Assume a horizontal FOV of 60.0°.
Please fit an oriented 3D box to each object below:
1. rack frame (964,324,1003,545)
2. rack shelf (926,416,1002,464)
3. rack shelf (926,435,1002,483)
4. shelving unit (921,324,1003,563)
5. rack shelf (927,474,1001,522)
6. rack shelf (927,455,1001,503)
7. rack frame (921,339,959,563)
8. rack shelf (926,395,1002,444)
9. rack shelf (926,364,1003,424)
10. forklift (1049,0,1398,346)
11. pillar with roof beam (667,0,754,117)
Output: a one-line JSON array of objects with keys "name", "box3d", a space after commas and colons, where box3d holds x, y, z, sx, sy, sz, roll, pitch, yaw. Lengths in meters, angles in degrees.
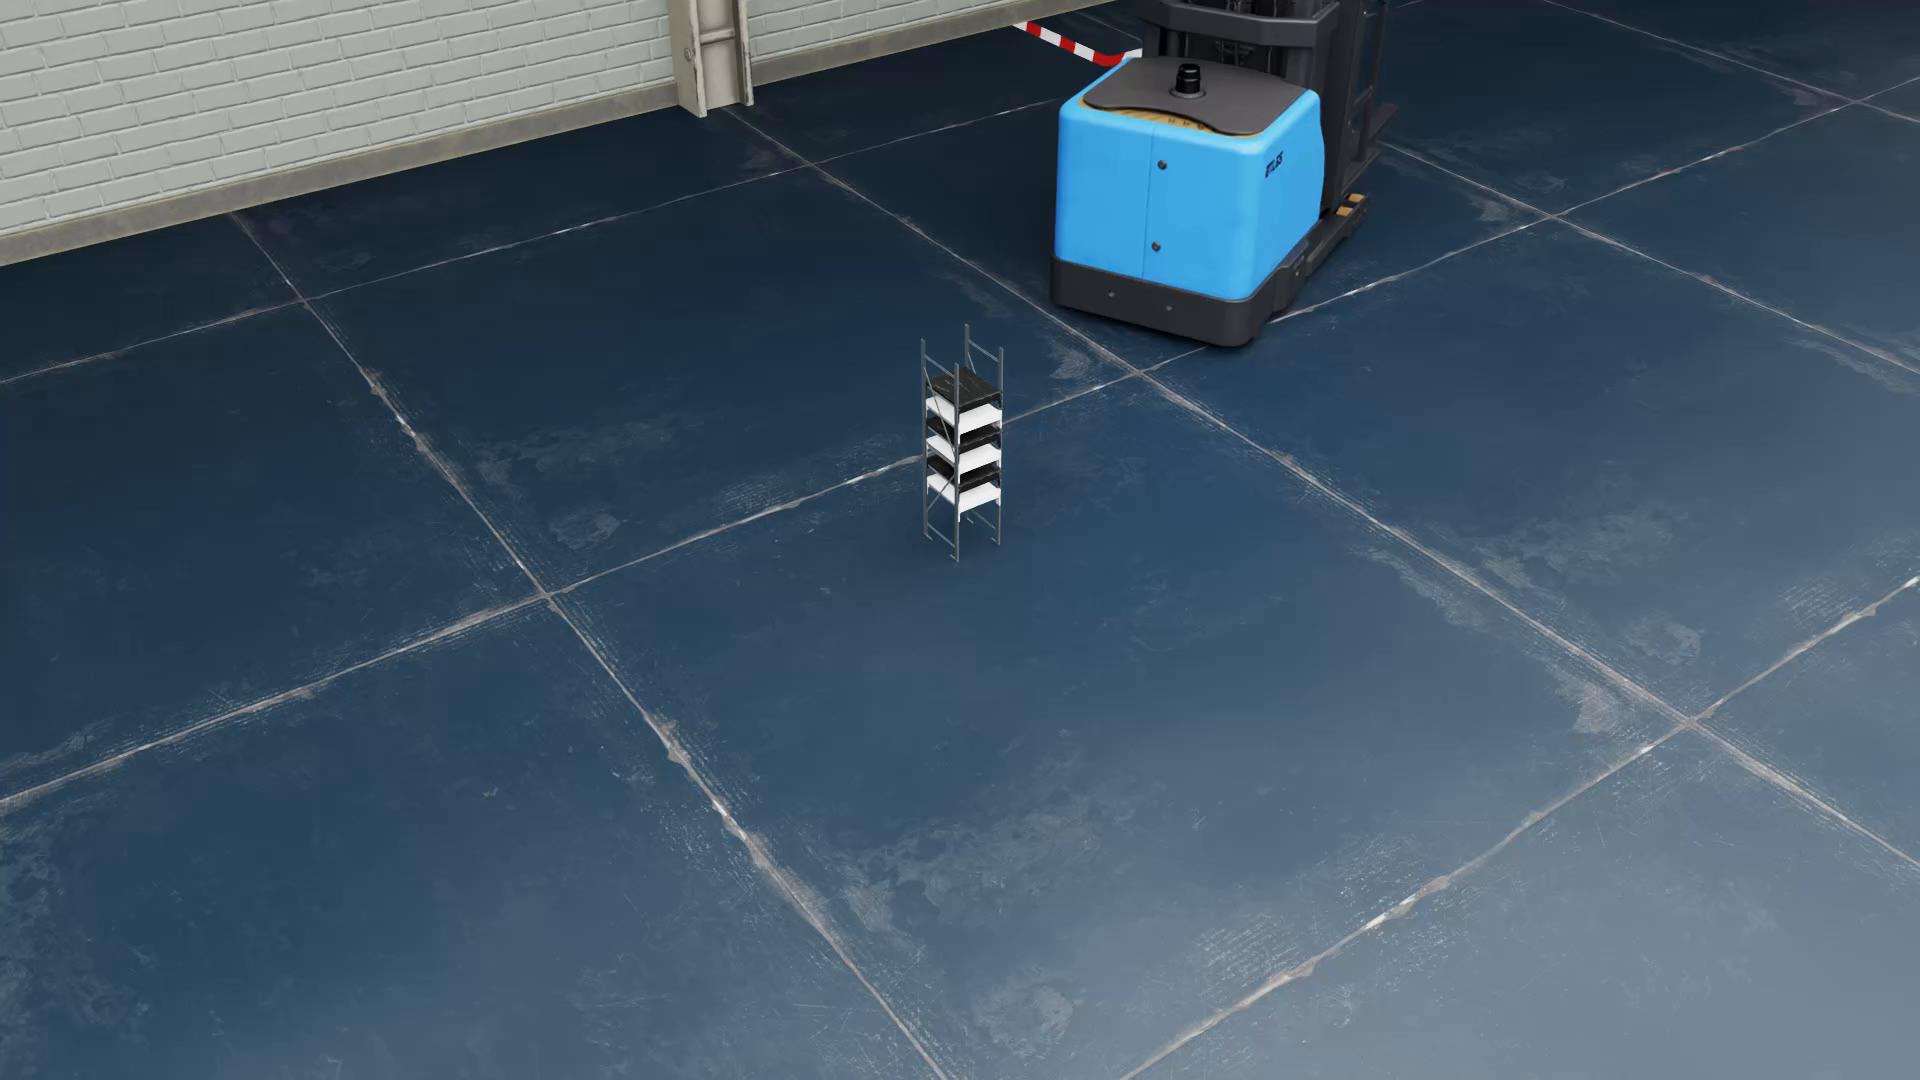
[{"name": "rack frame", "box3d": [0.090, -0.402, 6.539, 0.006, 0.900, 0.240, -22, 41, -28]}, {"name": "rack shelf", "box3d": [0.007, -0.414, 6.458, 0.200, 0.077, 0.258, -22, 41, -28]}, {"name": "rack shelf", "box3d": [0.007, -0.341, 6.510, 0.200, 0.077, 0.258, -22, 41, -28]}, {"name": "shelving unit", "box3d": [0.007, -0.368, 6.491, 0.210, 0.900, 0.258, -22, 41, -28]}, {"name": "rack shelf", "box3d": [0.007, -0.195, 6.616, 0.200, 0.077, 0.258, -22, 41, -28]}, {"name": "rack shelf", "box3d": [0.007, -0.268, 6.563, 0.200, 0.077, 0.258, -22, 41, -28]}, {"name": "rack frame", "box3d": [-0.076, -0.334, 6.443, 0.006, 0.900, 0.240, -22, 41, -28]}, {"name": "rack shelf", "box3d": [0.007, -0.487, 6.405, 0.200, 0.077, 0.258, -22, 41, -28]}, {"name": "rack shelf", "box3d": [0.007, -0.560, 6.353, 0.200, 0.077, 0.258, -22, 41, -28]}, {"name": "forklift", "box3d": [1.604, -2.949, 8.341, 1.130, 2.935, 3.031, 18, 39, 23]}, {"name": "pillar with roof beam", "box3d": [0.918, -4.389, 5.145, 0.400, 9.000, 9.100, -22, 41, -28]}]
